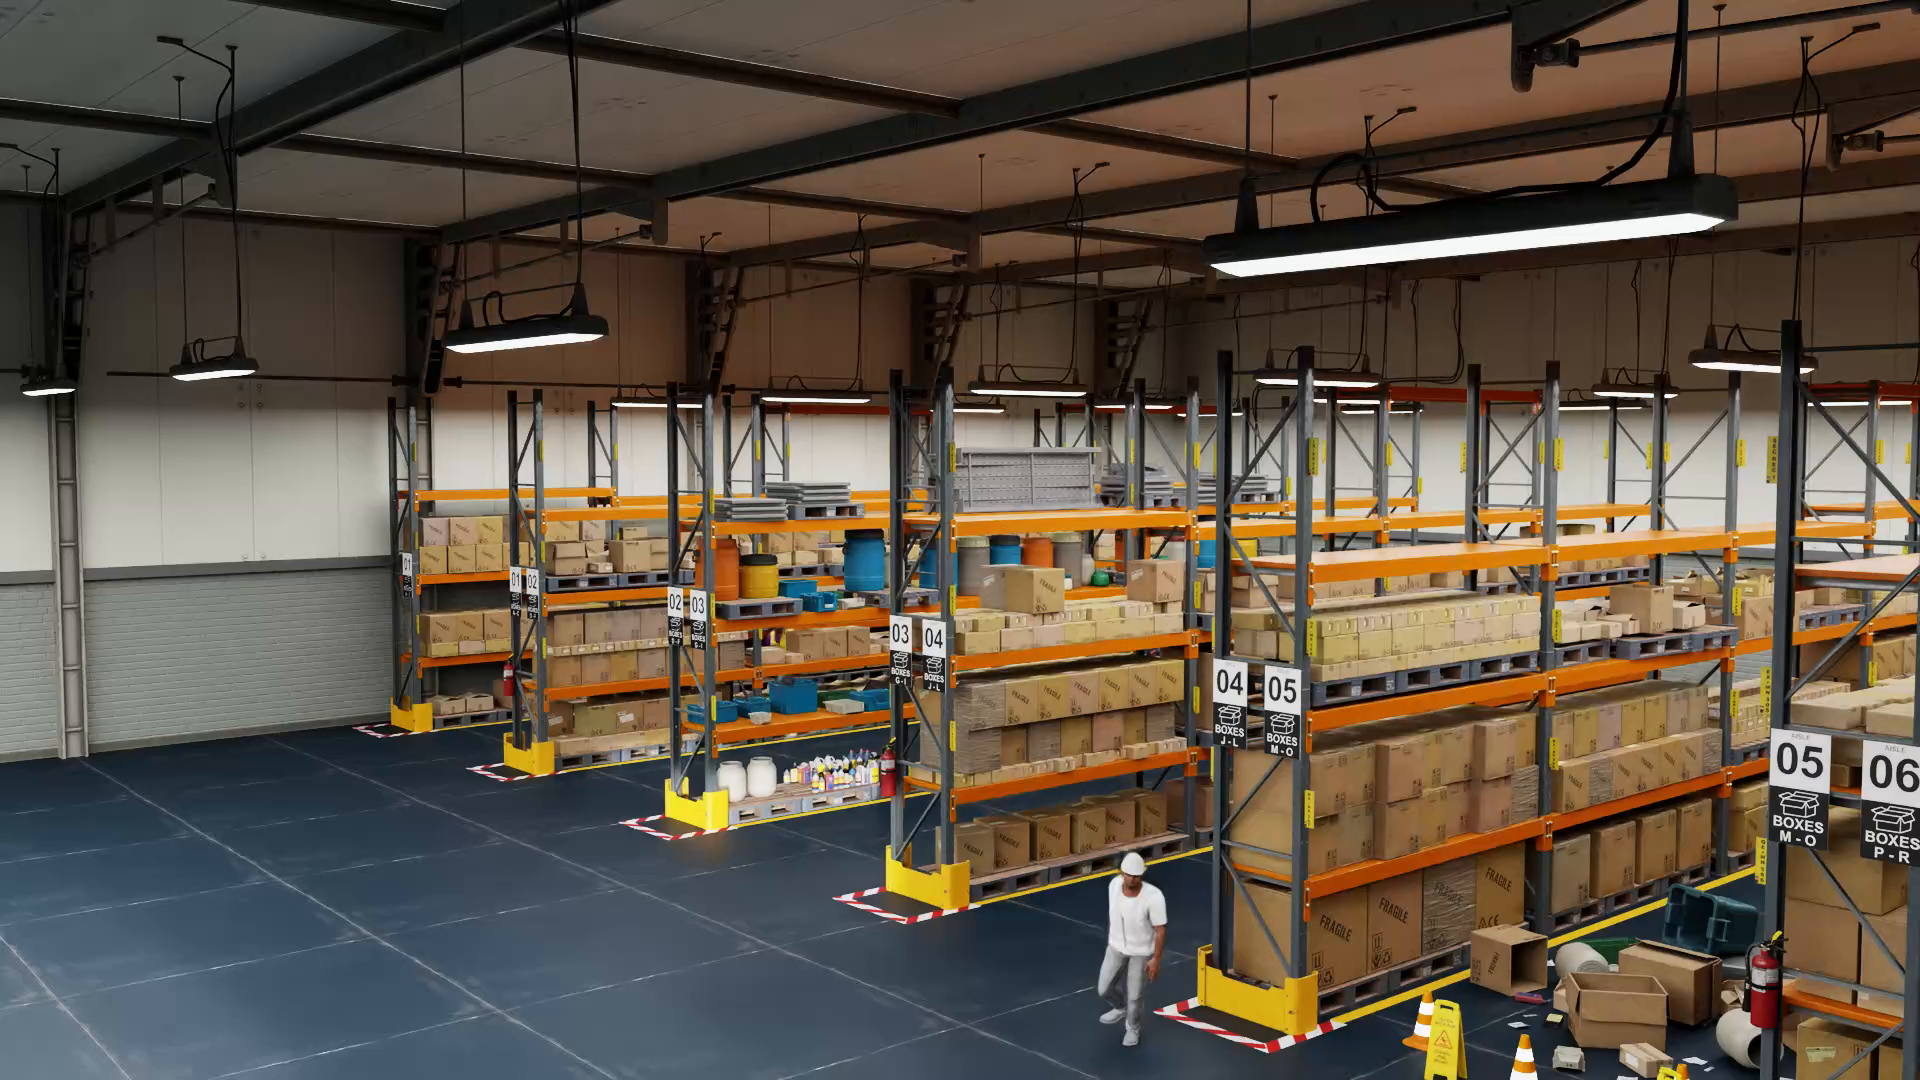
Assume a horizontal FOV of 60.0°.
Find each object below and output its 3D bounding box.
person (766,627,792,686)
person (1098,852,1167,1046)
[{"bbox_3d":[-3.494,2.385,32.956,0.695,1.723,0.851,2,4,25],"label":"person"},{"bbox_3d":[1.461,3.479,14.193,0.714,1.718,0.627,2,4,30],"label":"person"}]
